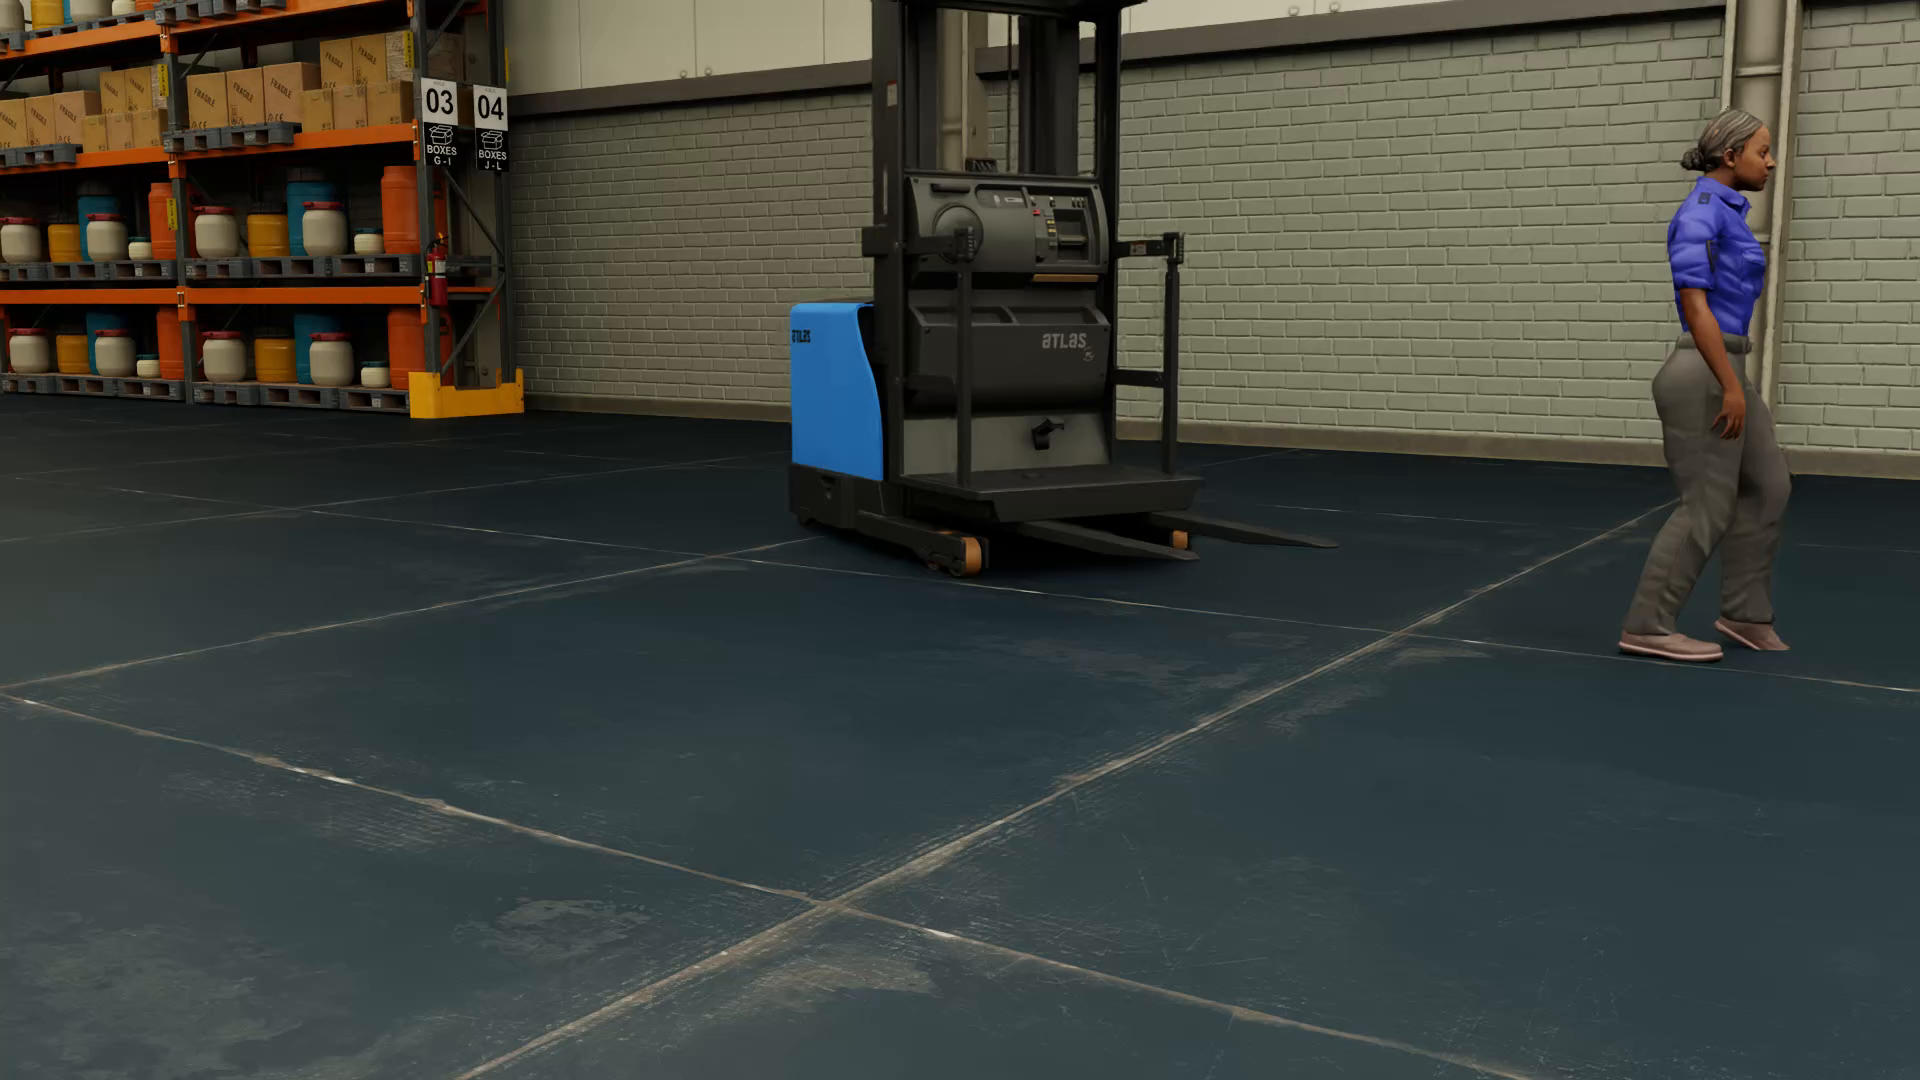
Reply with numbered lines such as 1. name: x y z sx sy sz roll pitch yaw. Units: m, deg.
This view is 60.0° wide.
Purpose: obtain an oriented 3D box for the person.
1. person: 2.309 -0.424 5.005 0.513 1.704 0.559 4 9 27

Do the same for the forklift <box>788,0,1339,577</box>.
1. forklift: 0.320 -1.375 6.861 1.130 2.935 3.031 -4 9 -28
